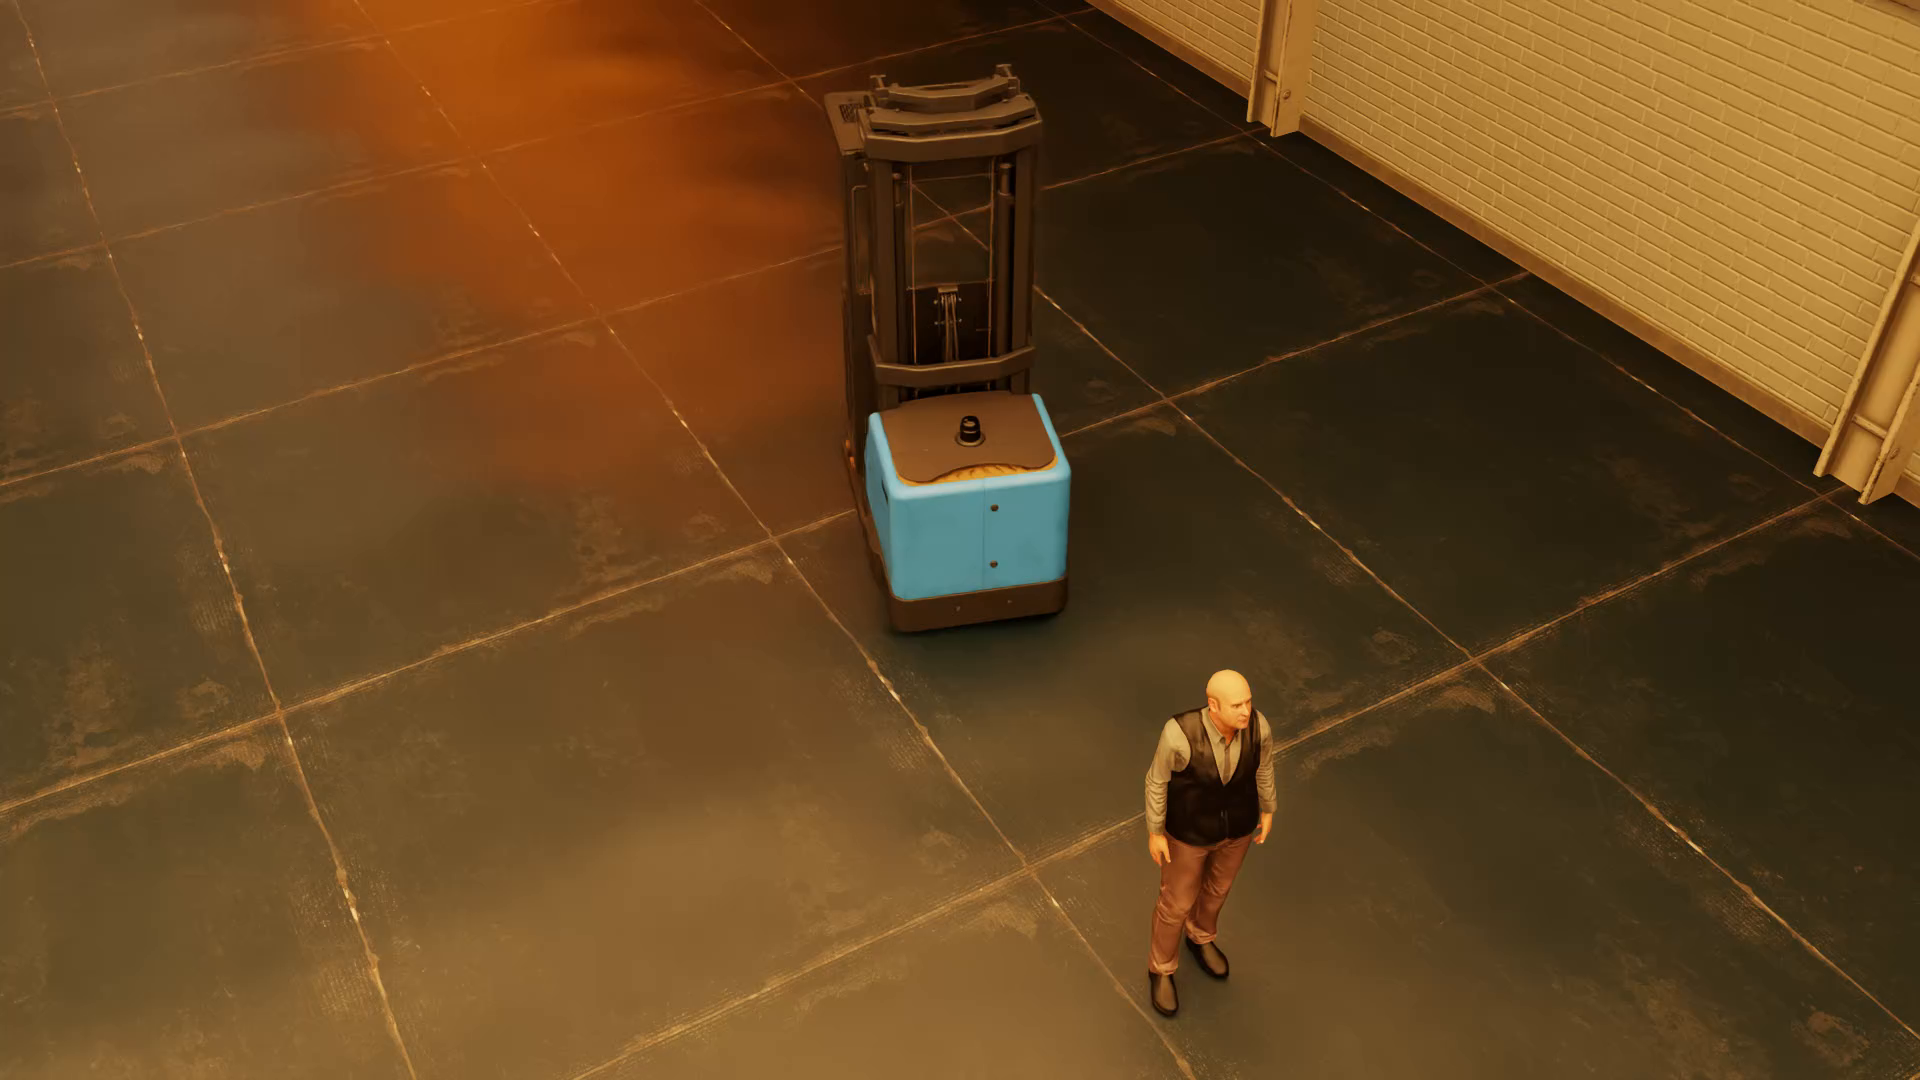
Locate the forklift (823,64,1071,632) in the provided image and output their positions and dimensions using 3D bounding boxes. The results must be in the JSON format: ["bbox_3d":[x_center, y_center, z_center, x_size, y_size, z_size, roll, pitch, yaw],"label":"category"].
[{"bbox_3d":[-0.167,-1.543,9.897,1.130,2.935,3.031,-7,40,-9],"label":"forklift"}]

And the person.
[{"bbox_3d":[1.131,1.317,7.385,0.631,1.720,0.568,-12,41,-14],"label":"person"}]
